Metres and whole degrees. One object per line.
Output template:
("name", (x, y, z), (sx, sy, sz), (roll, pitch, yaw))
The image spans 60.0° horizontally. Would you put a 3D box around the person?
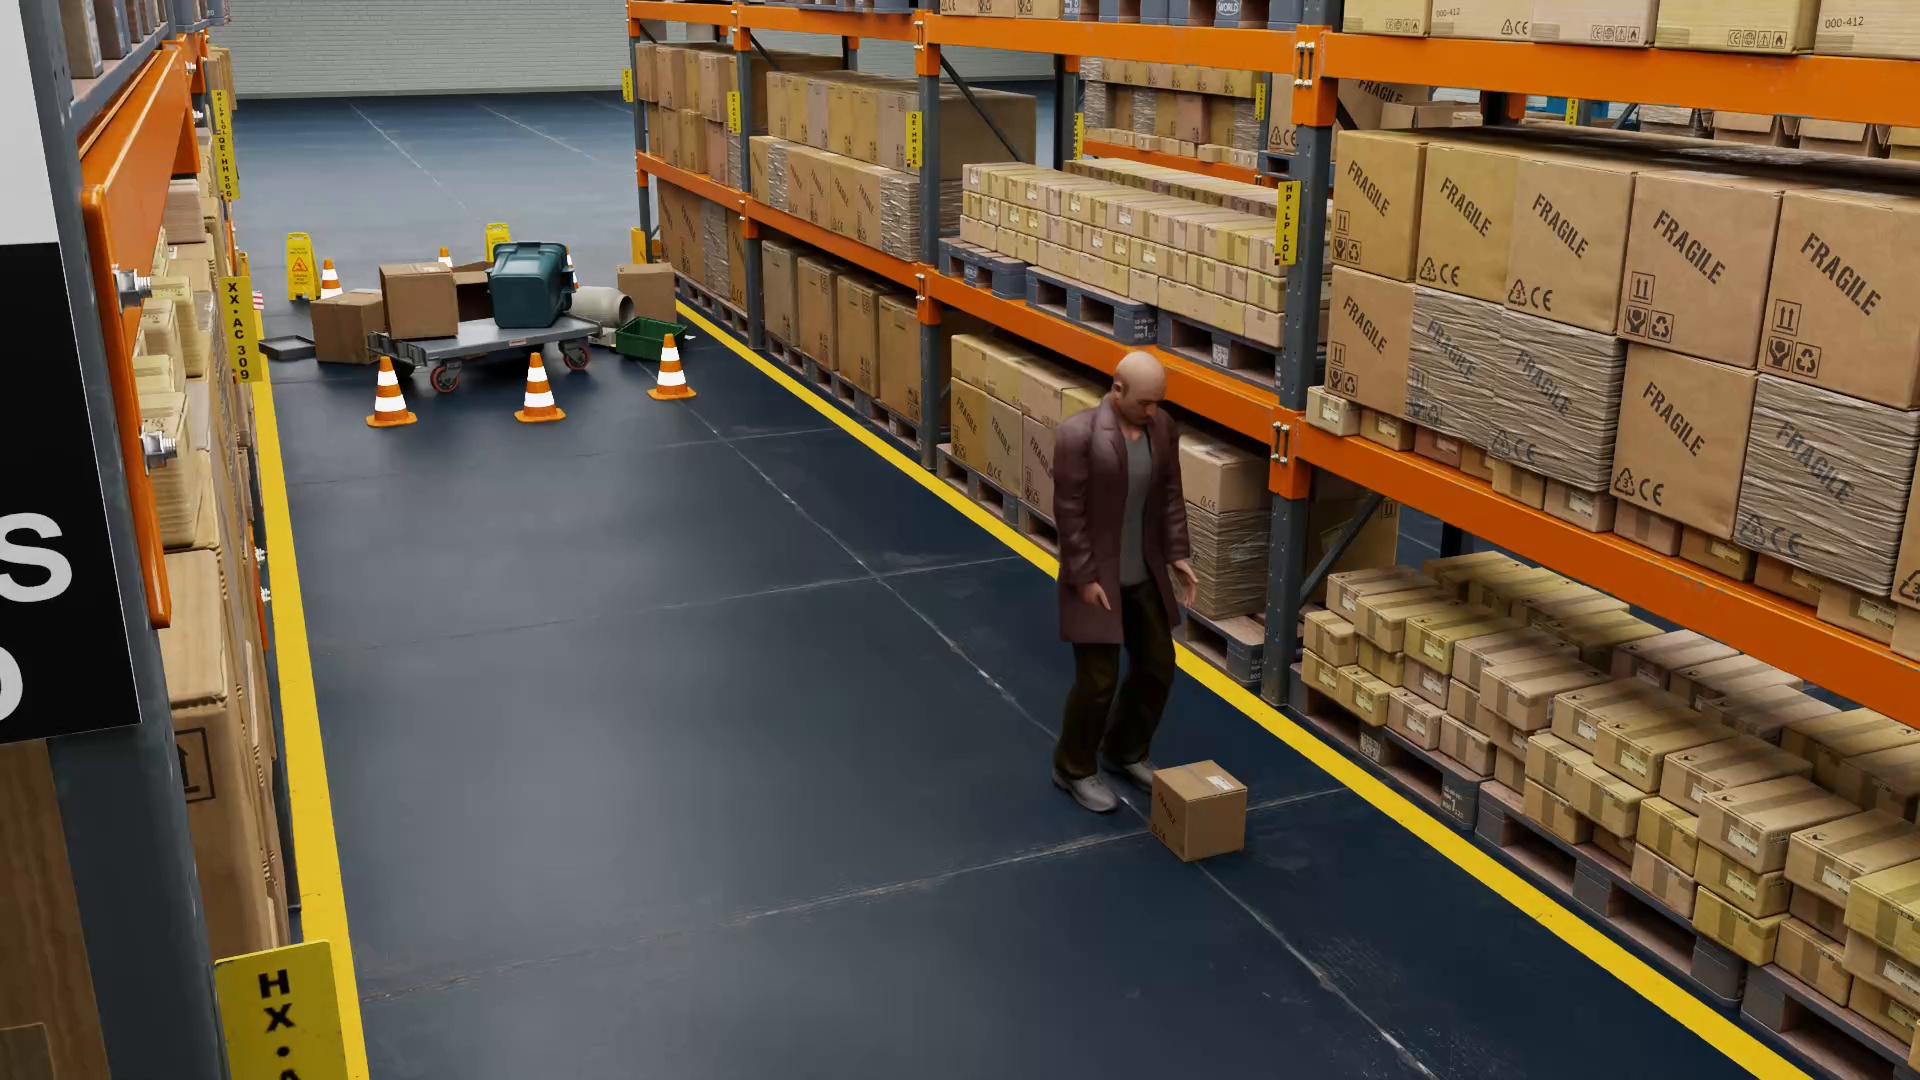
("person", (0.607, 0.137, 6.246), (0.583, 1.745, 0.402), (-11, 22, -31))
